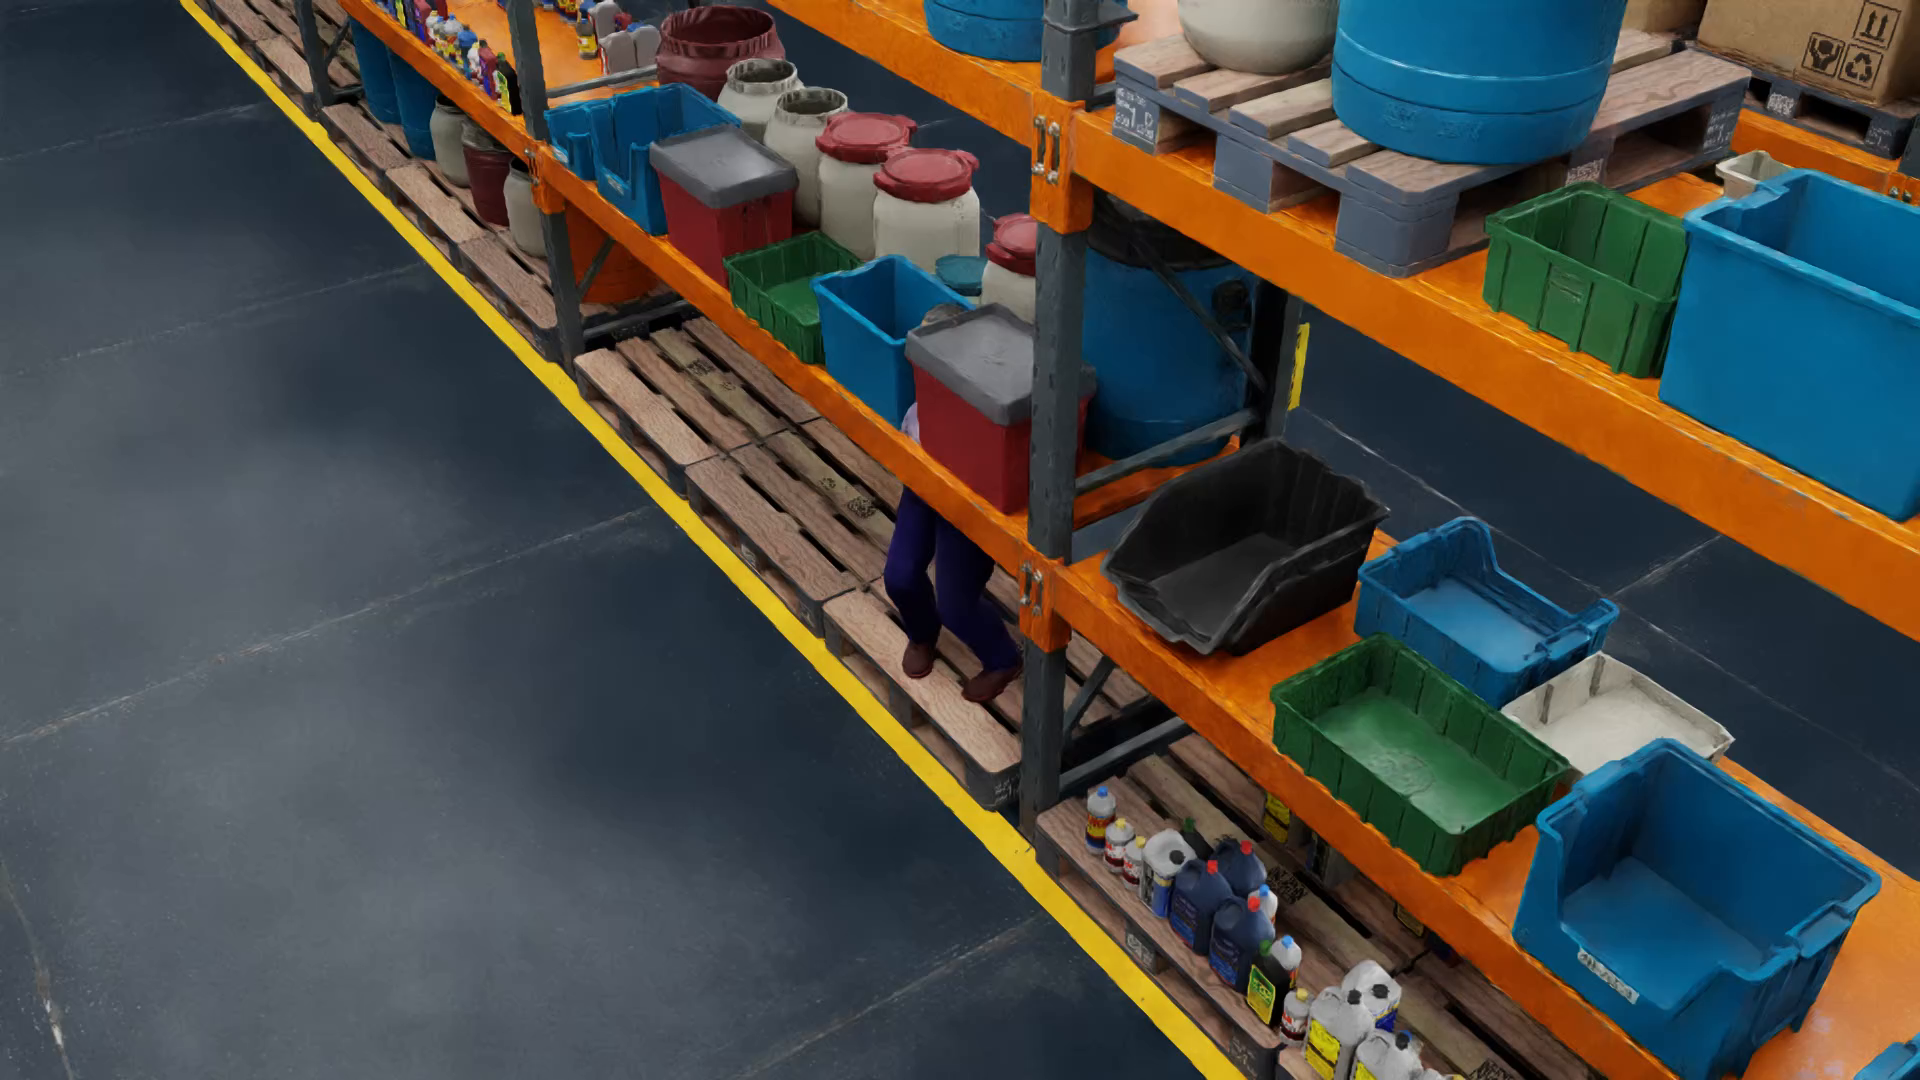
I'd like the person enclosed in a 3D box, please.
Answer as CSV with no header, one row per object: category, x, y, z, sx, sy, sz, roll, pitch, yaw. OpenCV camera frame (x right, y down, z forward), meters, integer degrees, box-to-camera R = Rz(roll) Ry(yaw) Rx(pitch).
person,-0.028,-0.132,6.069,0.434,1.567,0.503,-31,46,-34
